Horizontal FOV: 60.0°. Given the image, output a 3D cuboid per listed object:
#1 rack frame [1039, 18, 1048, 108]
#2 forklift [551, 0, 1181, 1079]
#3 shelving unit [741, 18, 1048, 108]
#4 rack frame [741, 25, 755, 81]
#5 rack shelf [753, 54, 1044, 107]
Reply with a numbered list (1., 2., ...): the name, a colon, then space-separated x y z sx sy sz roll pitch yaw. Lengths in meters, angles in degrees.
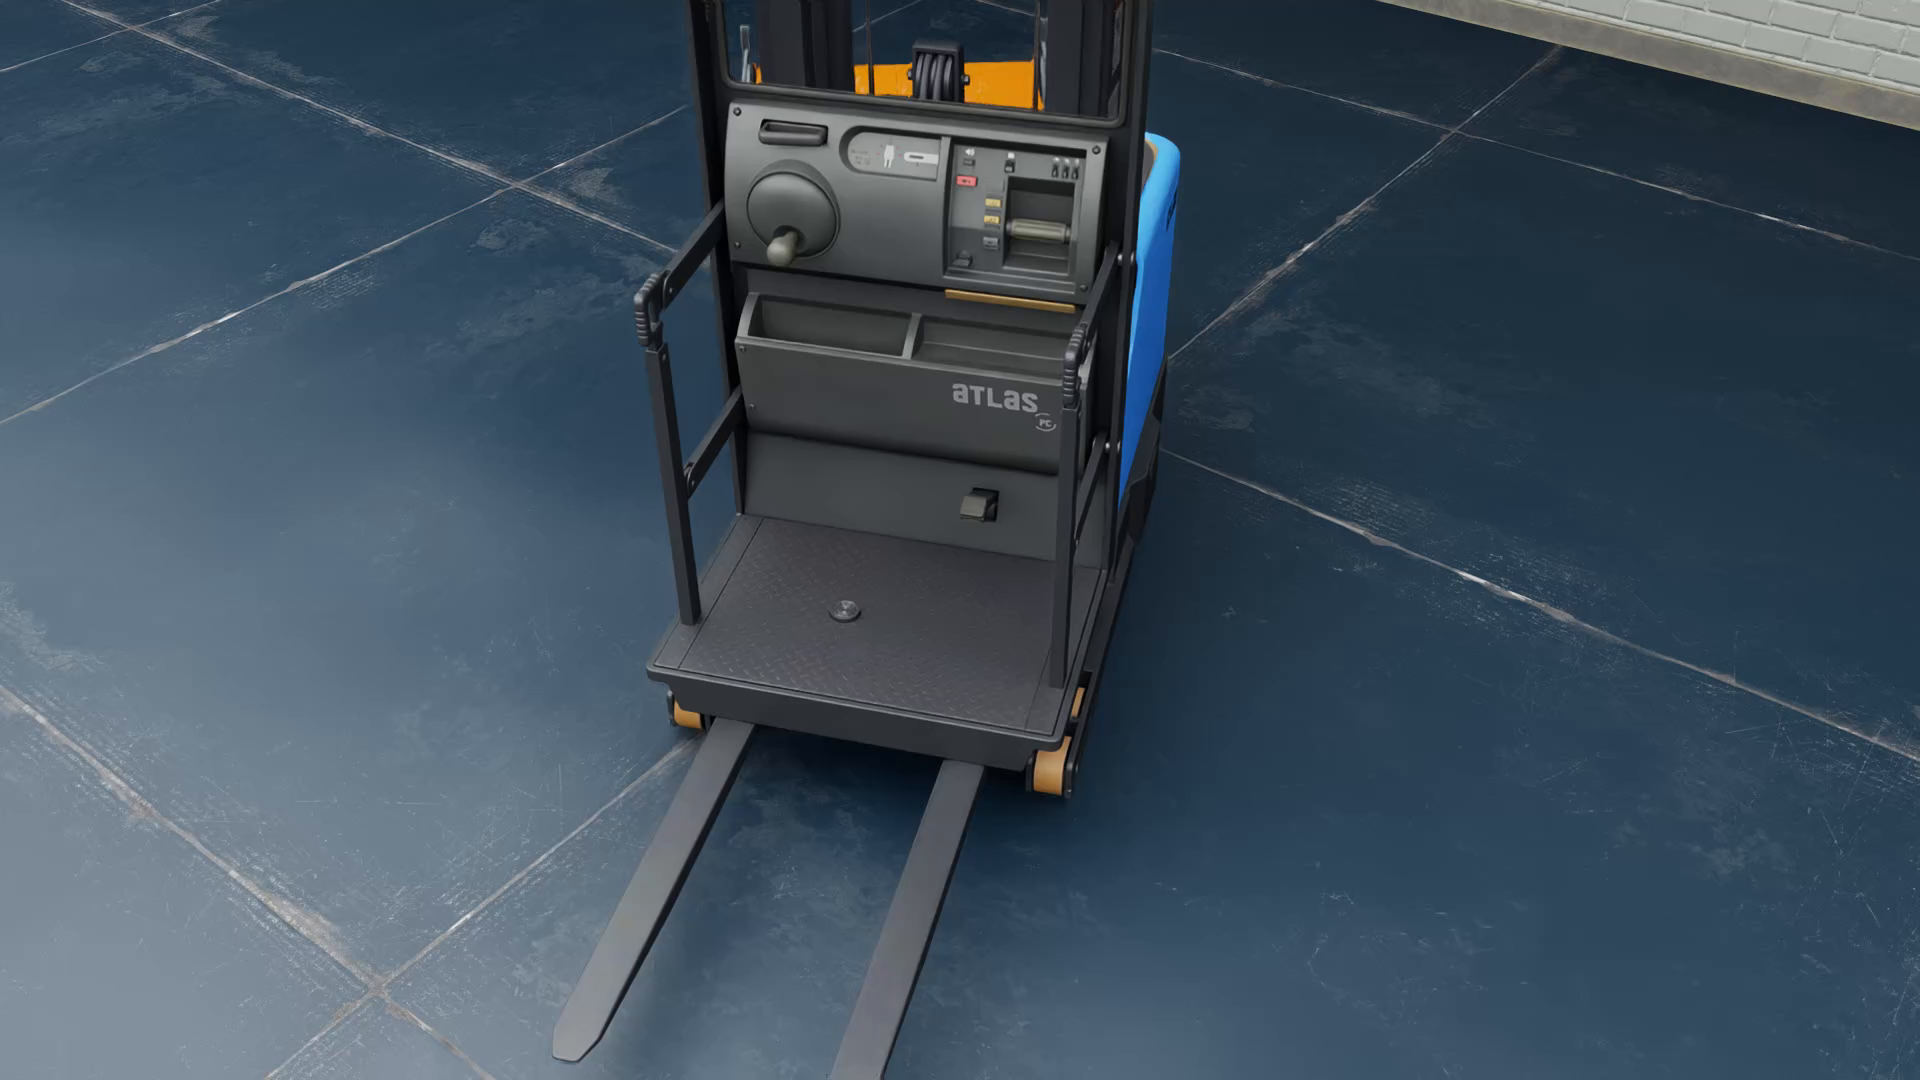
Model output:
1. rack frame: 0.300 -1.199 5.868 0.032 1.125 0.500 -2 38 -3
2. forklift: -0.167 -0.746 3.825 1.130 2.935 3.031 9 39 11
3. shelving unit: -0.207 -1.180 5.843 1.048 1.125 0.538 -2 38 -3
4. rack frame: -0.715 -1.160 5.818 0.032 1.125 0.500 -2 38 -3
5. rack shelf: -0.207 -1.410 5.662 1.000 0.278 0.538 -2 38 -3
